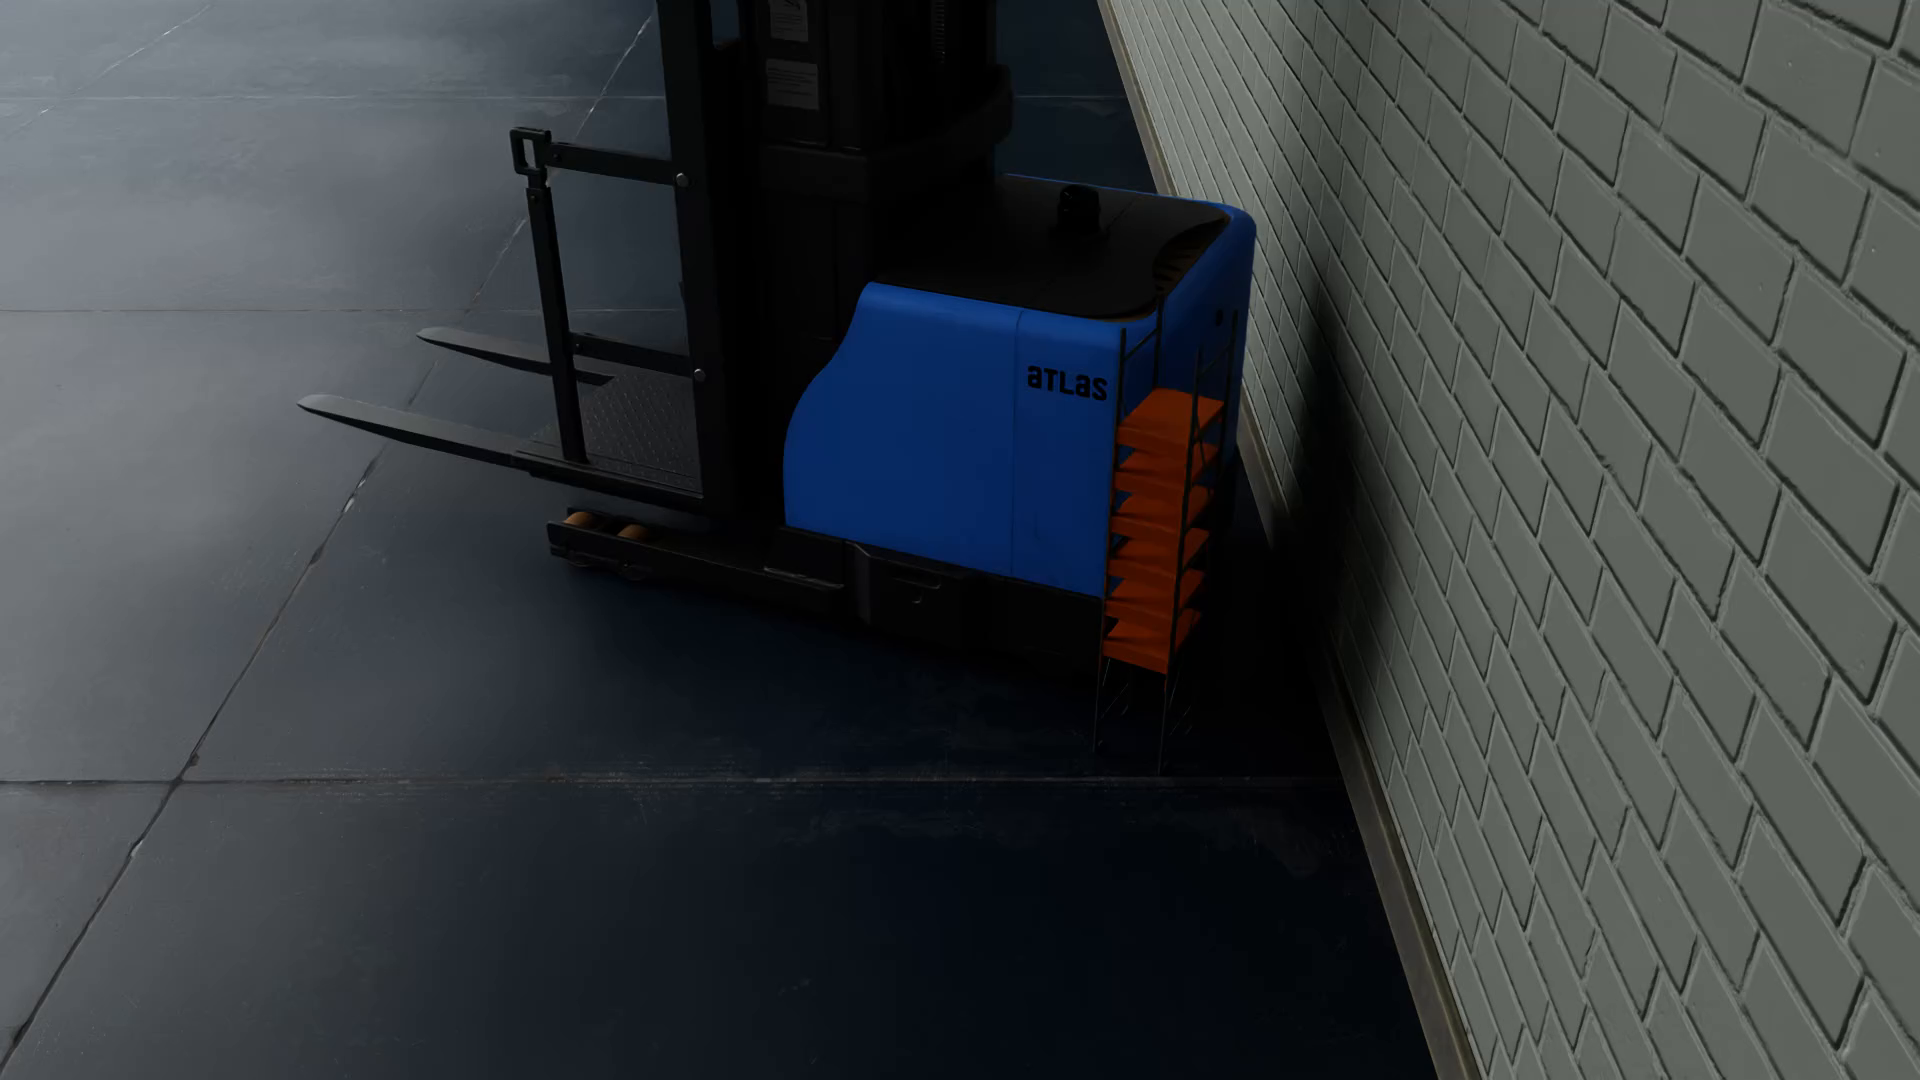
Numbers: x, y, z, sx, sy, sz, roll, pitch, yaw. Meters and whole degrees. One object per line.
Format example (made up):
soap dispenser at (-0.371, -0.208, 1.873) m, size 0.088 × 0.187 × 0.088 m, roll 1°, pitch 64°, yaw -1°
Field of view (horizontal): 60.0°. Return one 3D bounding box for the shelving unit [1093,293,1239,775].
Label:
shelving unit at (0.492, 0.013, 4.070) m, size 0.189 × 1.200 × 0.258 m, roll 16°, pitch 35°, yaw 24°

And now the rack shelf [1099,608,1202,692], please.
rack shelf at (0.489, 0.255, 4.219) m, size 0.180 × 0.103 × 0.258 m, roll 16°, pitch 35°, yaw 24°

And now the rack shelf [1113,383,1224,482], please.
rack shelf at (0.495, -0.256, 3.905) m, size 0.180 × 0.103 × 0.258 m, roll 16°, pitch 35°, yaw 24°

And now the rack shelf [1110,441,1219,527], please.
rack shelf at (0.494, -0.154, 3.968) m, size 0.180 × 0.103 × 0.258 m, roll 16°, pitch 35°, yaw 24°

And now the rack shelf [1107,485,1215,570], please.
rack shelf at (0.493, -0.052, 4.031) m, size 0.180 × 0.103 × 0.258 m, roll 16°, pitch 35°, yaw 24°

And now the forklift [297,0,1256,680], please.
forklift at (-0.705, -1.365, 4.675) m, size 3.031 × 2.935 × 1.130 m, roll 13°, pitch 34°, yaw 20°

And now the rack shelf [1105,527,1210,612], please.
rack shelf at (0.492, 0.050, 4.094) m, size 0.180 × 0.103 × 0.258 m, roll 16°, pitch 35°, yaw 24°

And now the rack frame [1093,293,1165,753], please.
rack frame at (0.412, -0.011, 4.107) m, size 0.006 × 1.200 × 0.240 m, roll 16°, pitch 35°, yaw 24°

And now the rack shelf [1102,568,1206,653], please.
rack shelf at (0.491, 0.153, 4.157) m, size 0.180 × 0.103 × 0.258 m, roll 16°, pitch 35°, yaw 24°

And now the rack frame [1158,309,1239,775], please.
rack frame at (0.572, 0.036, 4.033) m, size 0.006 × 1.200 × 0.240 m, roll 16°, pitch 35°, yaw 24°
